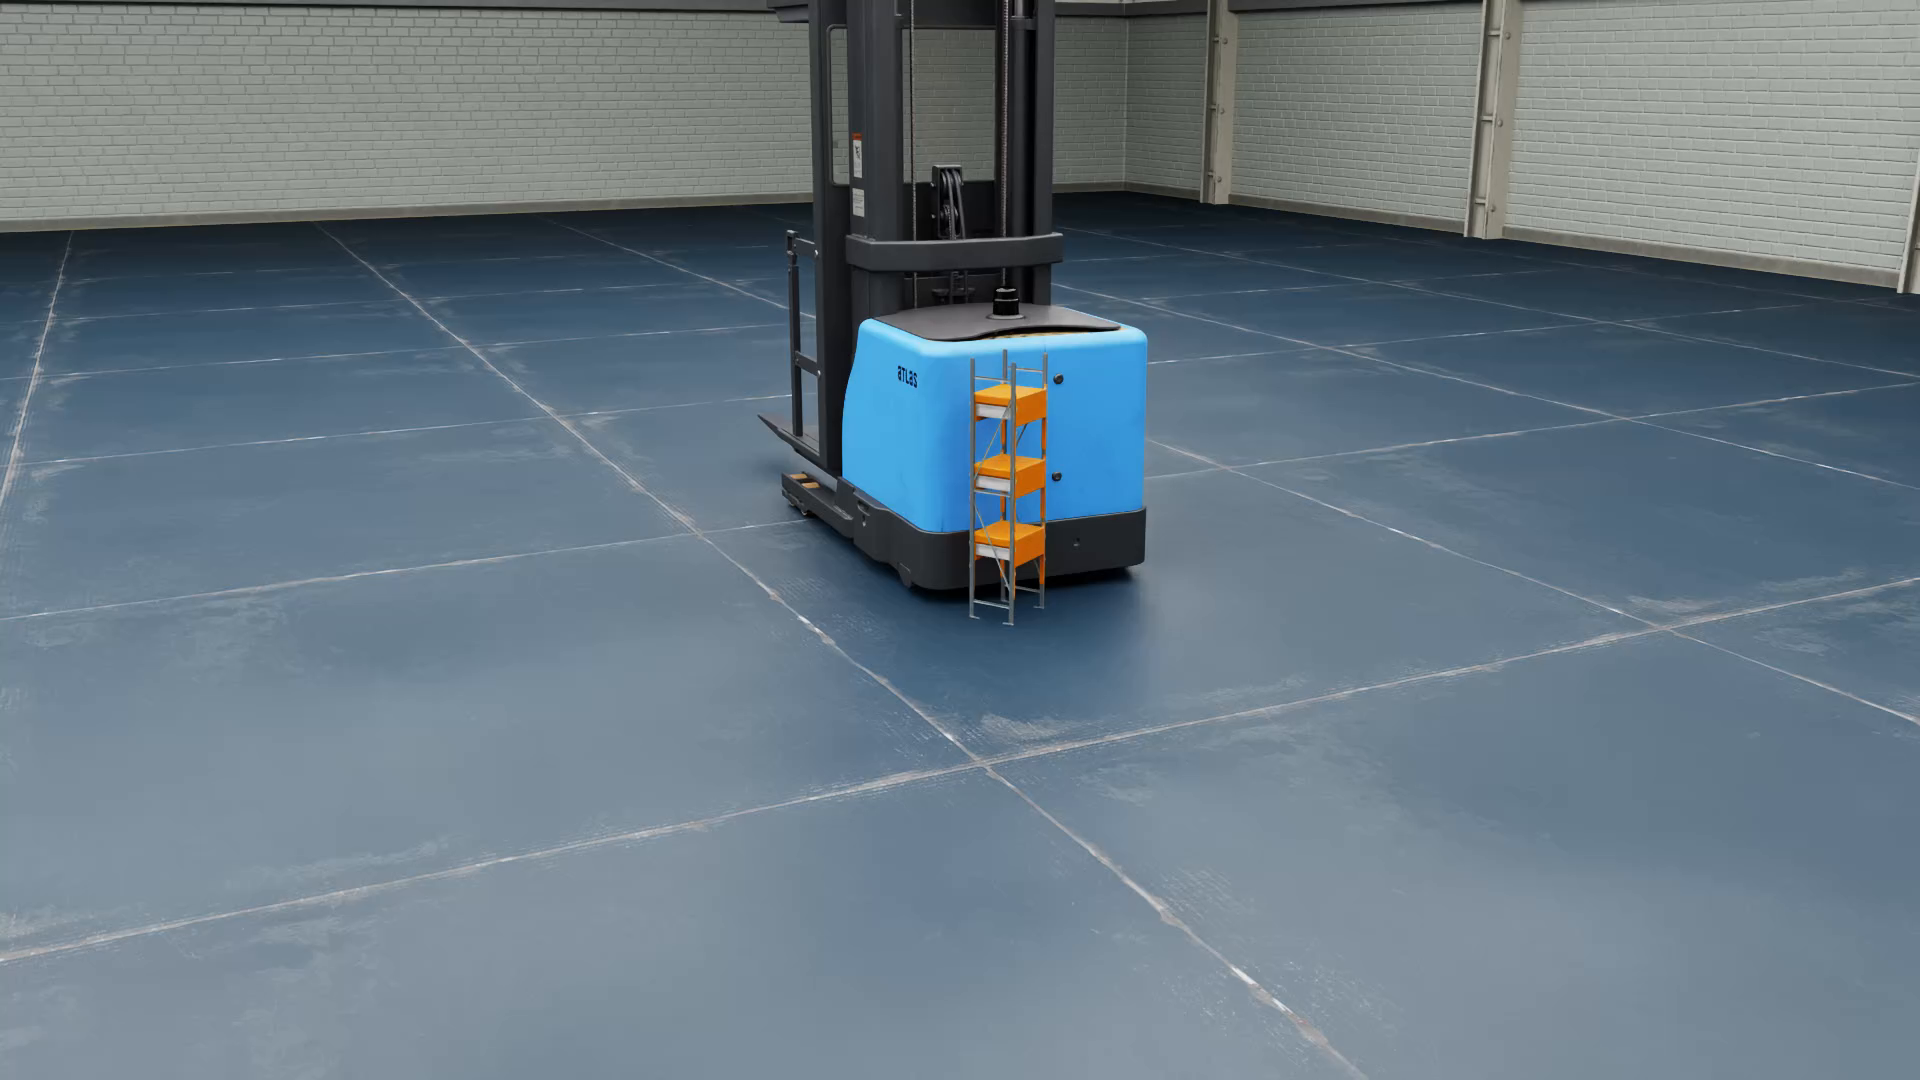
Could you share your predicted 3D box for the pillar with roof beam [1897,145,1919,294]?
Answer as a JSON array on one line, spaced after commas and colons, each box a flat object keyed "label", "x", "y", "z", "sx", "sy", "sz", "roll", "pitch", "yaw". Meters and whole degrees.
[{"label": "pillar with roof beam", "x": 5.428, "y": -6.174, "z": 12.952, "sx": 9.100, "sy": 9.000, "sz": 0.400, "roll": -8, "pitch": 18, "yaw": -25}]

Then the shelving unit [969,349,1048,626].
[{"label": "shelving unit", "x": 0.190, "y": -0.209, "z": 6.575, "sx": 0.215, "sy": 1.050, "sz": 0.252, "roll": 10, "pitch": 19, "yaw": 31}]

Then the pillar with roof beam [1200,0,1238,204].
[{"label": "pillar with roof beam", "x": 0.171, "y": -9.150, "z": 23.321, "sx": 9.100, "sy": 9.000, "sz": 0.400, "roll": -8, "pitch": 18, "yaw": -25}]

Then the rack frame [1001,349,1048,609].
[{"label": "rack frame", "x": 0.255, "y": -0.237, "z": 6.674, "sx": 0.200, "sy": 1.050, "sz": 0.008, "roll": 10, "pitch": 19, "yaw": 31}]

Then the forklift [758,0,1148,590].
[{"label": "forklift", "x": -0.245, "y": -1.568, "z": 7.899, "sx": 1.130, "sy": 2.935, "sz": 3.031, "roll": -7, "pitch": 17, "yaw": -22}]

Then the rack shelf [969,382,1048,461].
[{"label": "rack shelf", "x": 0.190, "y": -0.471, "z": 6.499, "sx": 0.215, "sy": 0.259, "sz": 0.240, "roll": 10, "pitch": 19, "yaw": 31}]

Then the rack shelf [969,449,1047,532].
[{"label": "rack shelf", "x": 0.190, "y": -0.199, "z": 6.577, "sx": 0.215, "sy": 0.259, "sz": 0.240, "roll": 10, "pitch": 19, "yaw": 31}]

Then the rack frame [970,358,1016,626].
[{"label": "rack frame", "x": 0.125, "y": -0.180, "z": 6.475, "sx": 0.200, "sy": 1.050, "sz": 0.008, "roll": 10, "pitch": 19, "yaw": 31}]

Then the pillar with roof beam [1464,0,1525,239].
[{"label": "pillar with roof beam", "x": 2.800, "y": -7.662, "z": 18.137, "sx": 9.100, "sy": 9.000, "sz": 0.400, "roll": -8, "pitch": 18, "yaw": -25}]

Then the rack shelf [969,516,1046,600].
[{"label": "rack shelf", "x": 0.190, "y": 0.069, "z": 6.654, "sx": 0.215, "sy": 0.259, "sz": 0.240, "roll": 10, "pitch": 19, "yaw": 31}]
